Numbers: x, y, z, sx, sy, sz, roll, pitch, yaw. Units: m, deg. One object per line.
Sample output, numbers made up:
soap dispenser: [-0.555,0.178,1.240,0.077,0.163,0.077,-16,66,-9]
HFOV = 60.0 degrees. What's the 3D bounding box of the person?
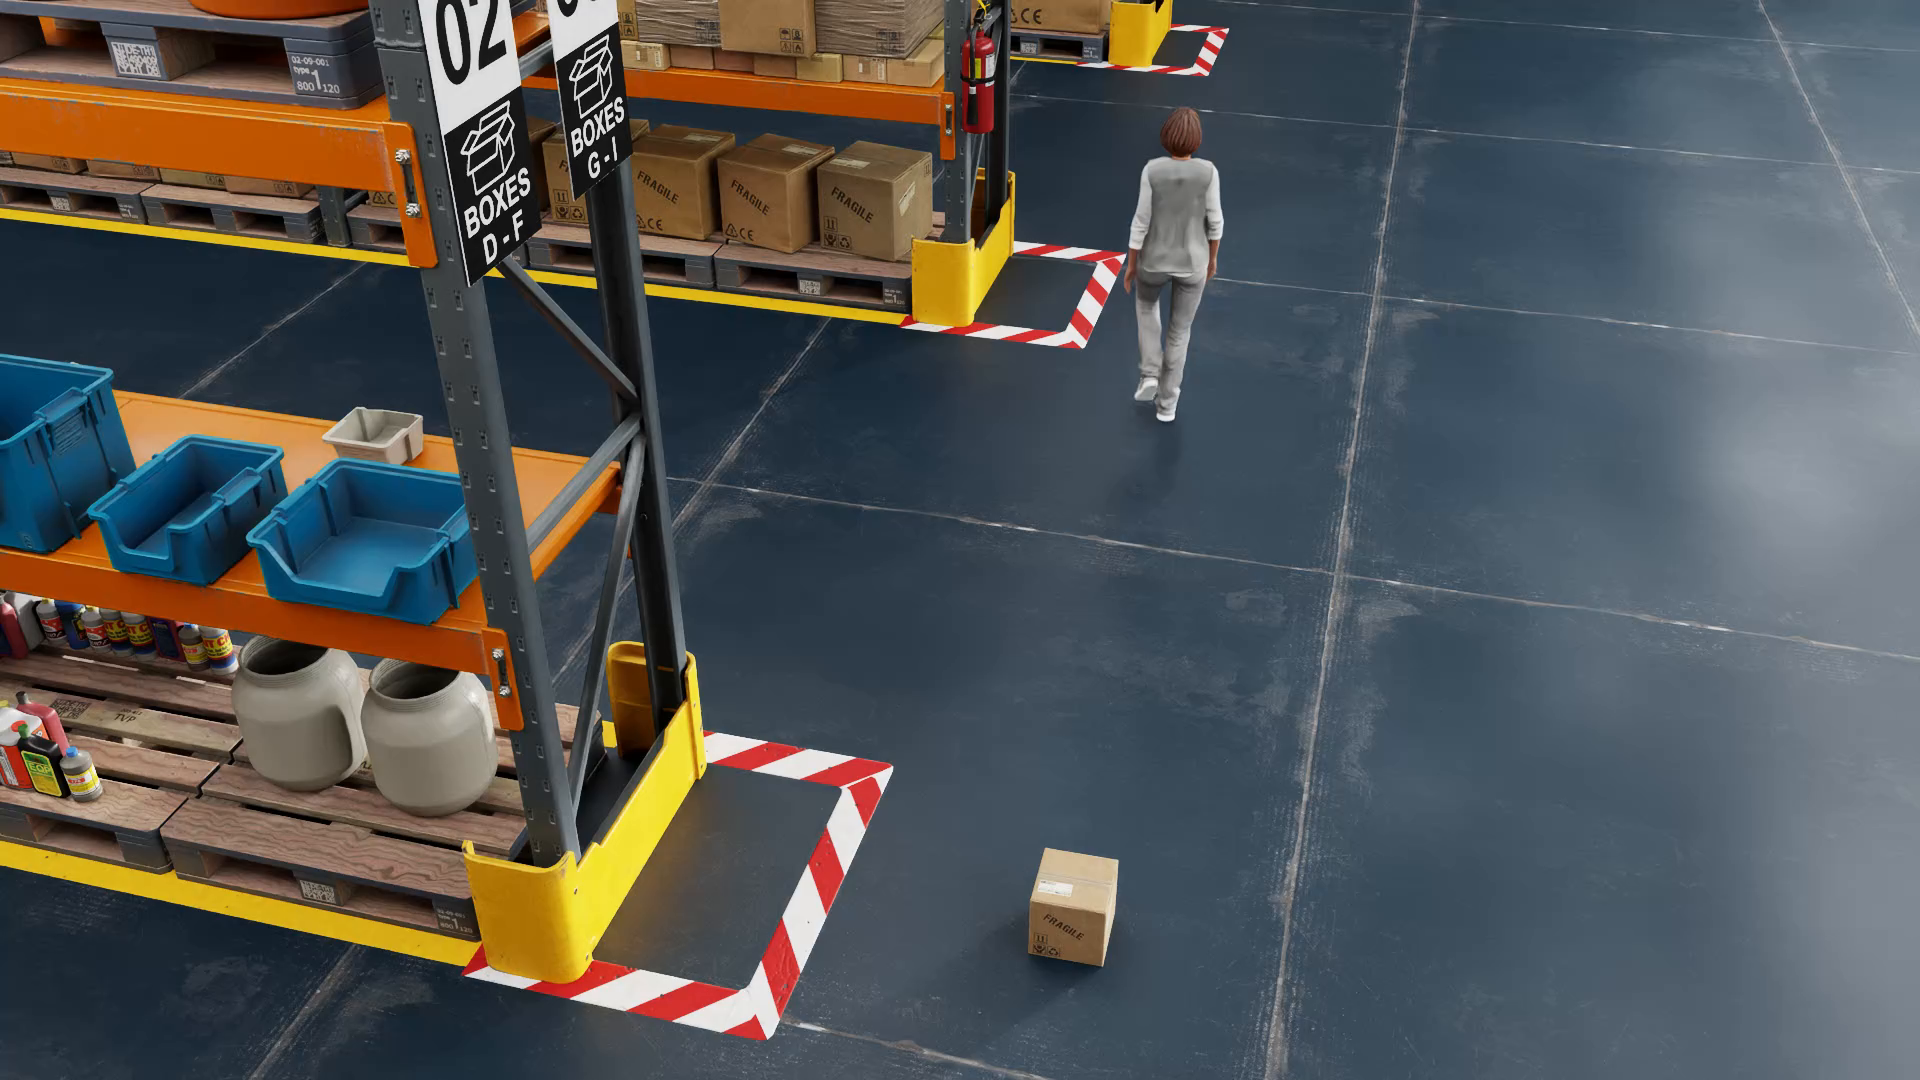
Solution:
person: [1.045,-1.351,8.179,0.456,1.617,0.466,5,34,8]
